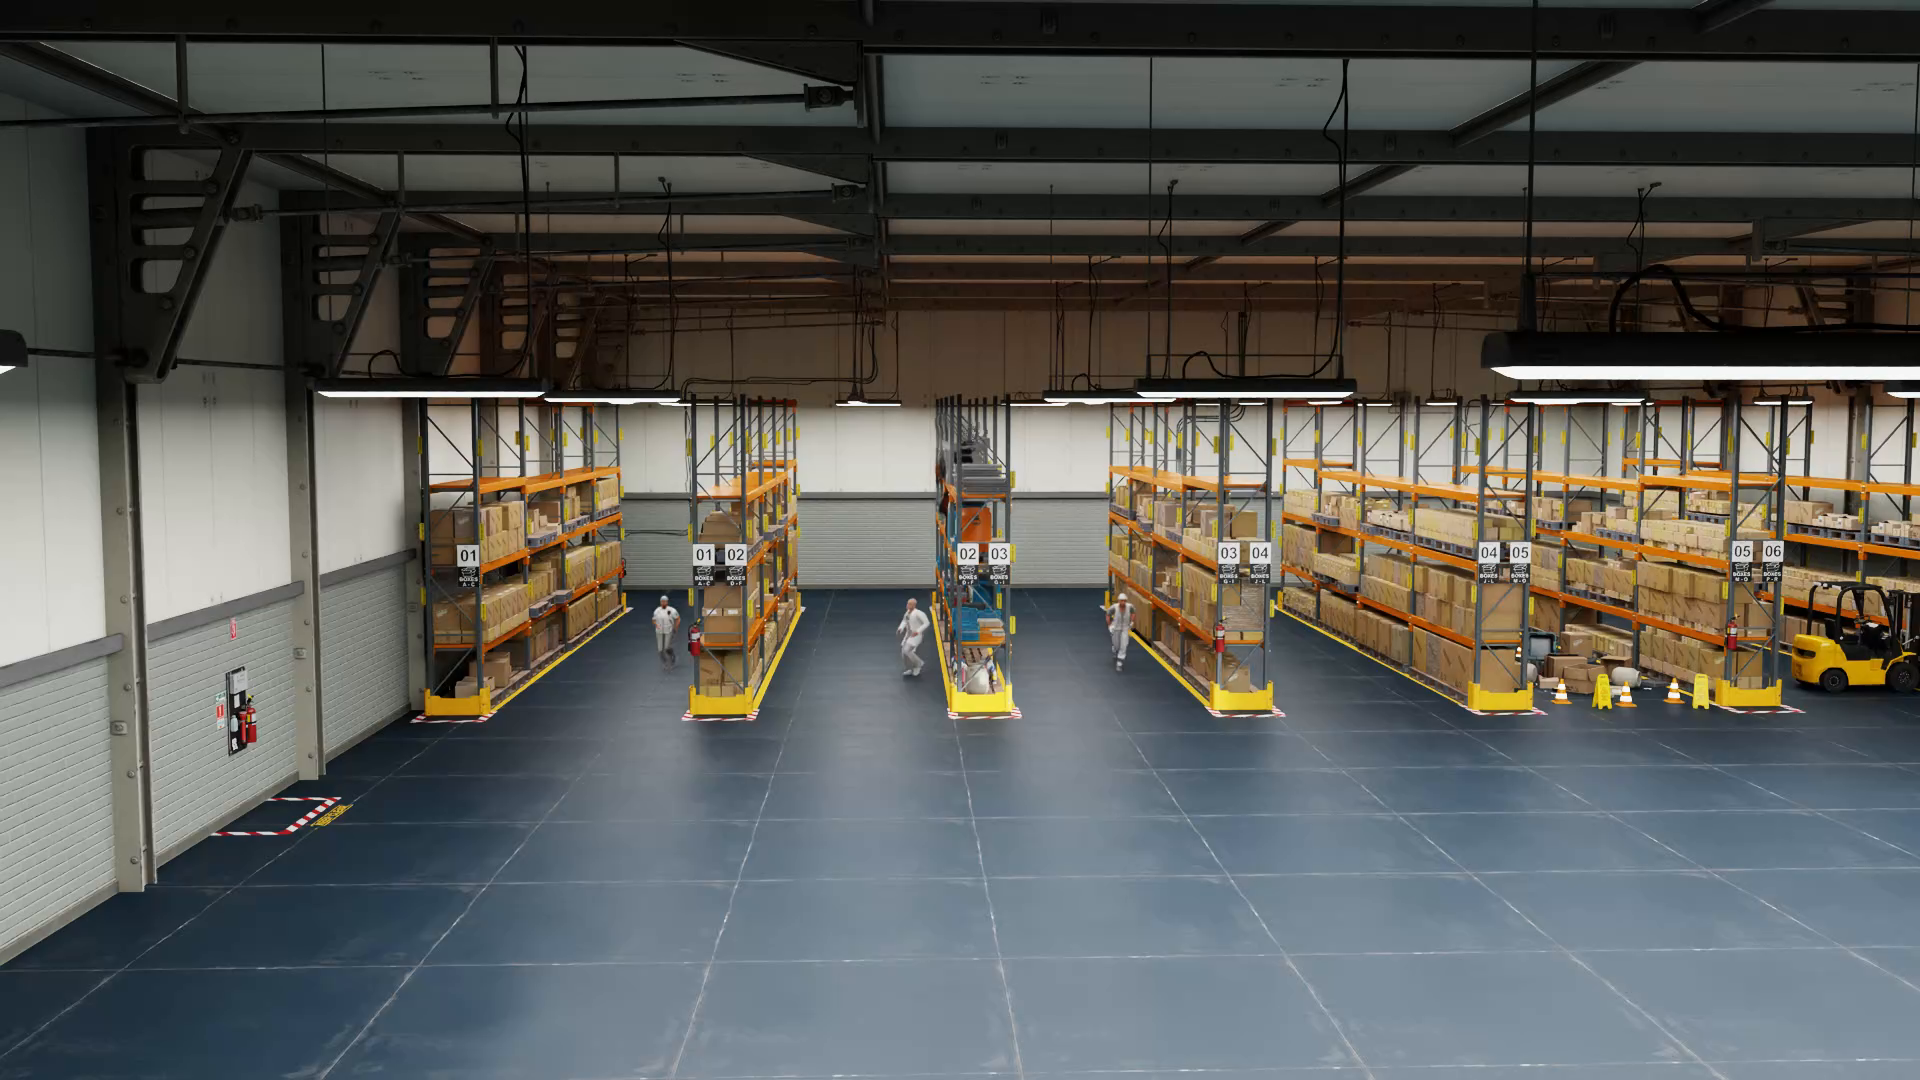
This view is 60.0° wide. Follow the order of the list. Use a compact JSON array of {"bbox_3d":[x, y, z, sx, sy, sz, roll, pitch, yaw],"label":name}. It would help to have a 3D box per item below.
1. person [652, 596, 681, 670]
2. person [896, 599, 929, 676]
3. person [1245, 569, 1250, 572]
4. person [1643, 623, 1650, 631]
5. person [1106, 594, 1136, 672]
[{"bbox_3d":[-6.476,2.044,36.482,0.599,1.628,0.531,0,5,5],"label":"person"},{"bbox_3d":[-0.995,2.089,35.568,0.662,1.689,0.805,-4,6,-42],"label":"person"},{"bbox_3d":[8.085,1.221,46.277,0.704,1.749,0.828,0,4,-1],"label":"person"},{"bbox_3d":[16.536,1.755,39.493,0.673,1.827,0.866,0,5,-3],"label":"person"},{"bbox_3d":[3.532,2.004,36.664,0.666,1.727,0.974,-1,5,-8],"label":"person"}]
